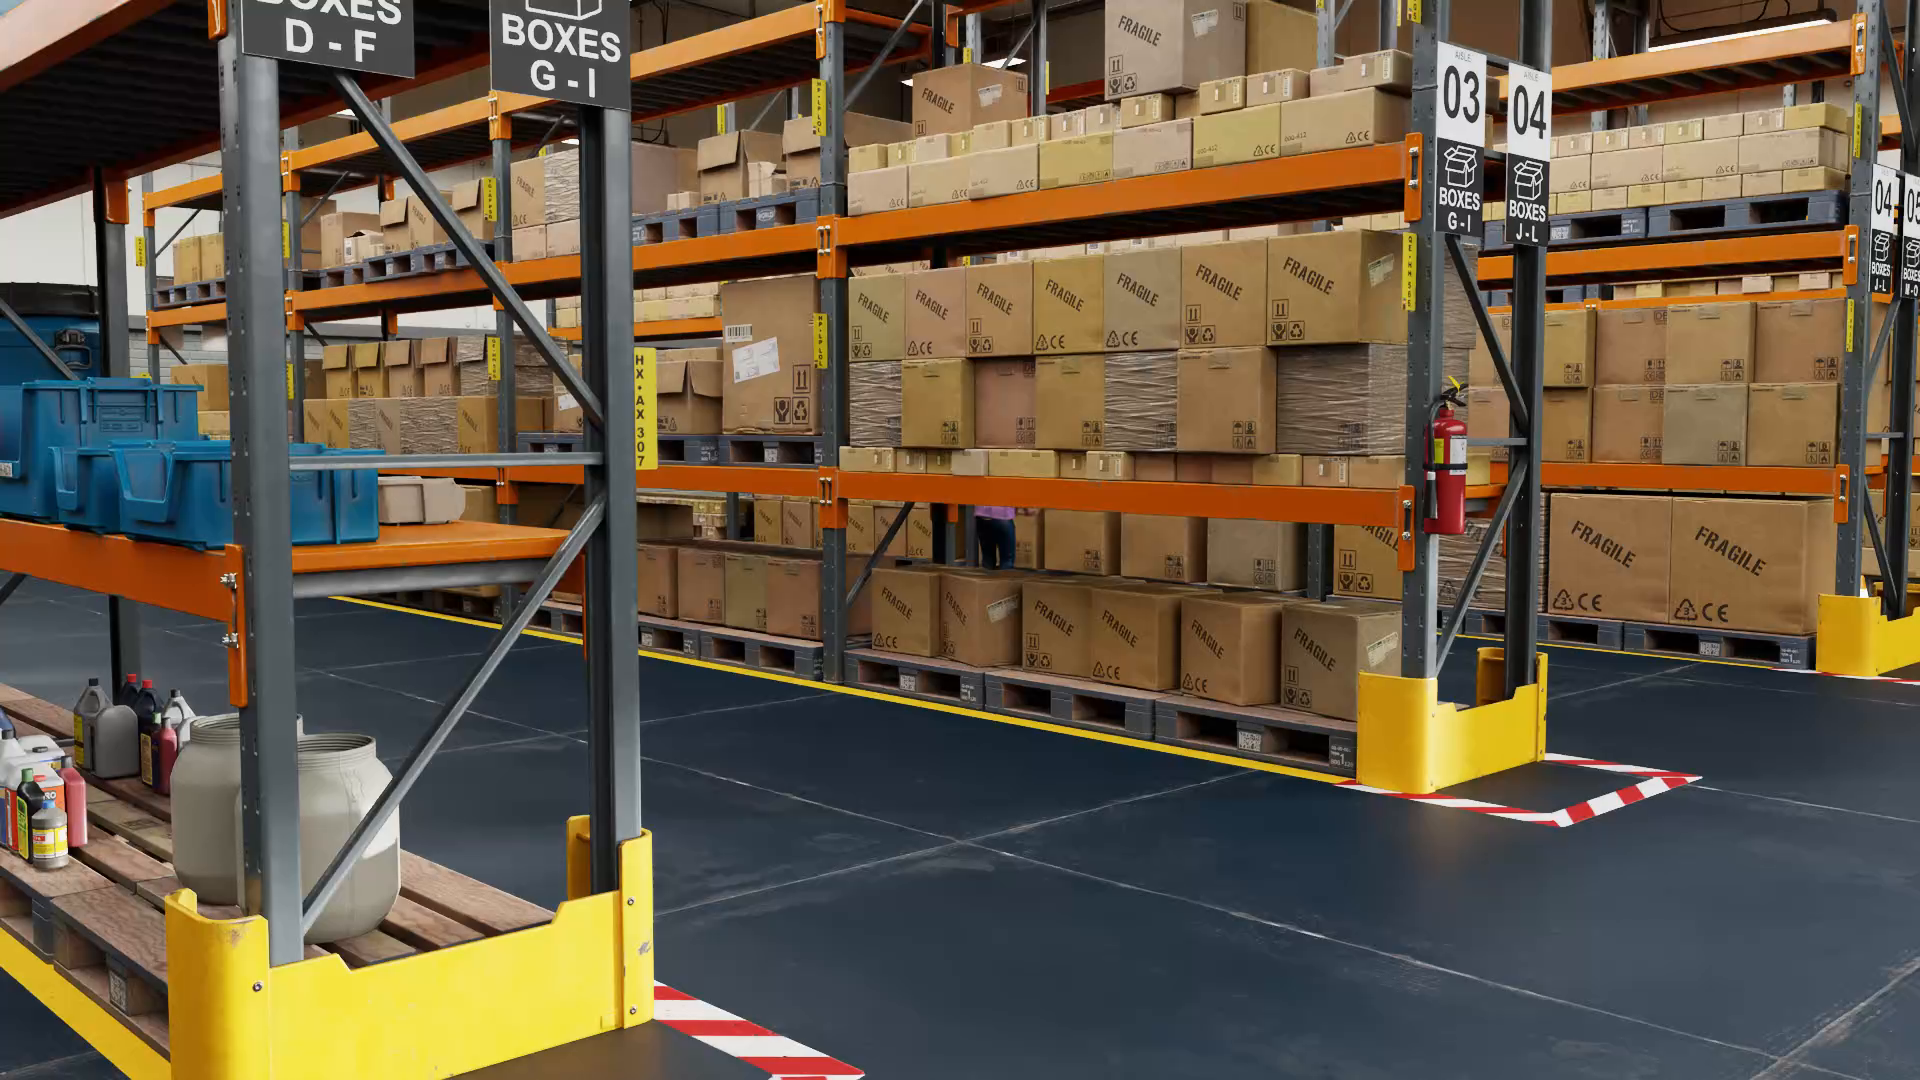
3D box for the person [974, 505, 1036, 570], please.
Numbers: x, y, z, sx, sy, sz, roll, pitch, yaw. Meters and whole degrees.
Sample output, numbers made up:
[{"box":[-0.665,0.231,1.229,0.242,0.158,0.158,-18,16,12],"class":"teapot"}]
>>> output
[{"box":[0.348,-0.147,13.538,0.490,1.569,0.404,-4,6,-43],"class":"person"}]
